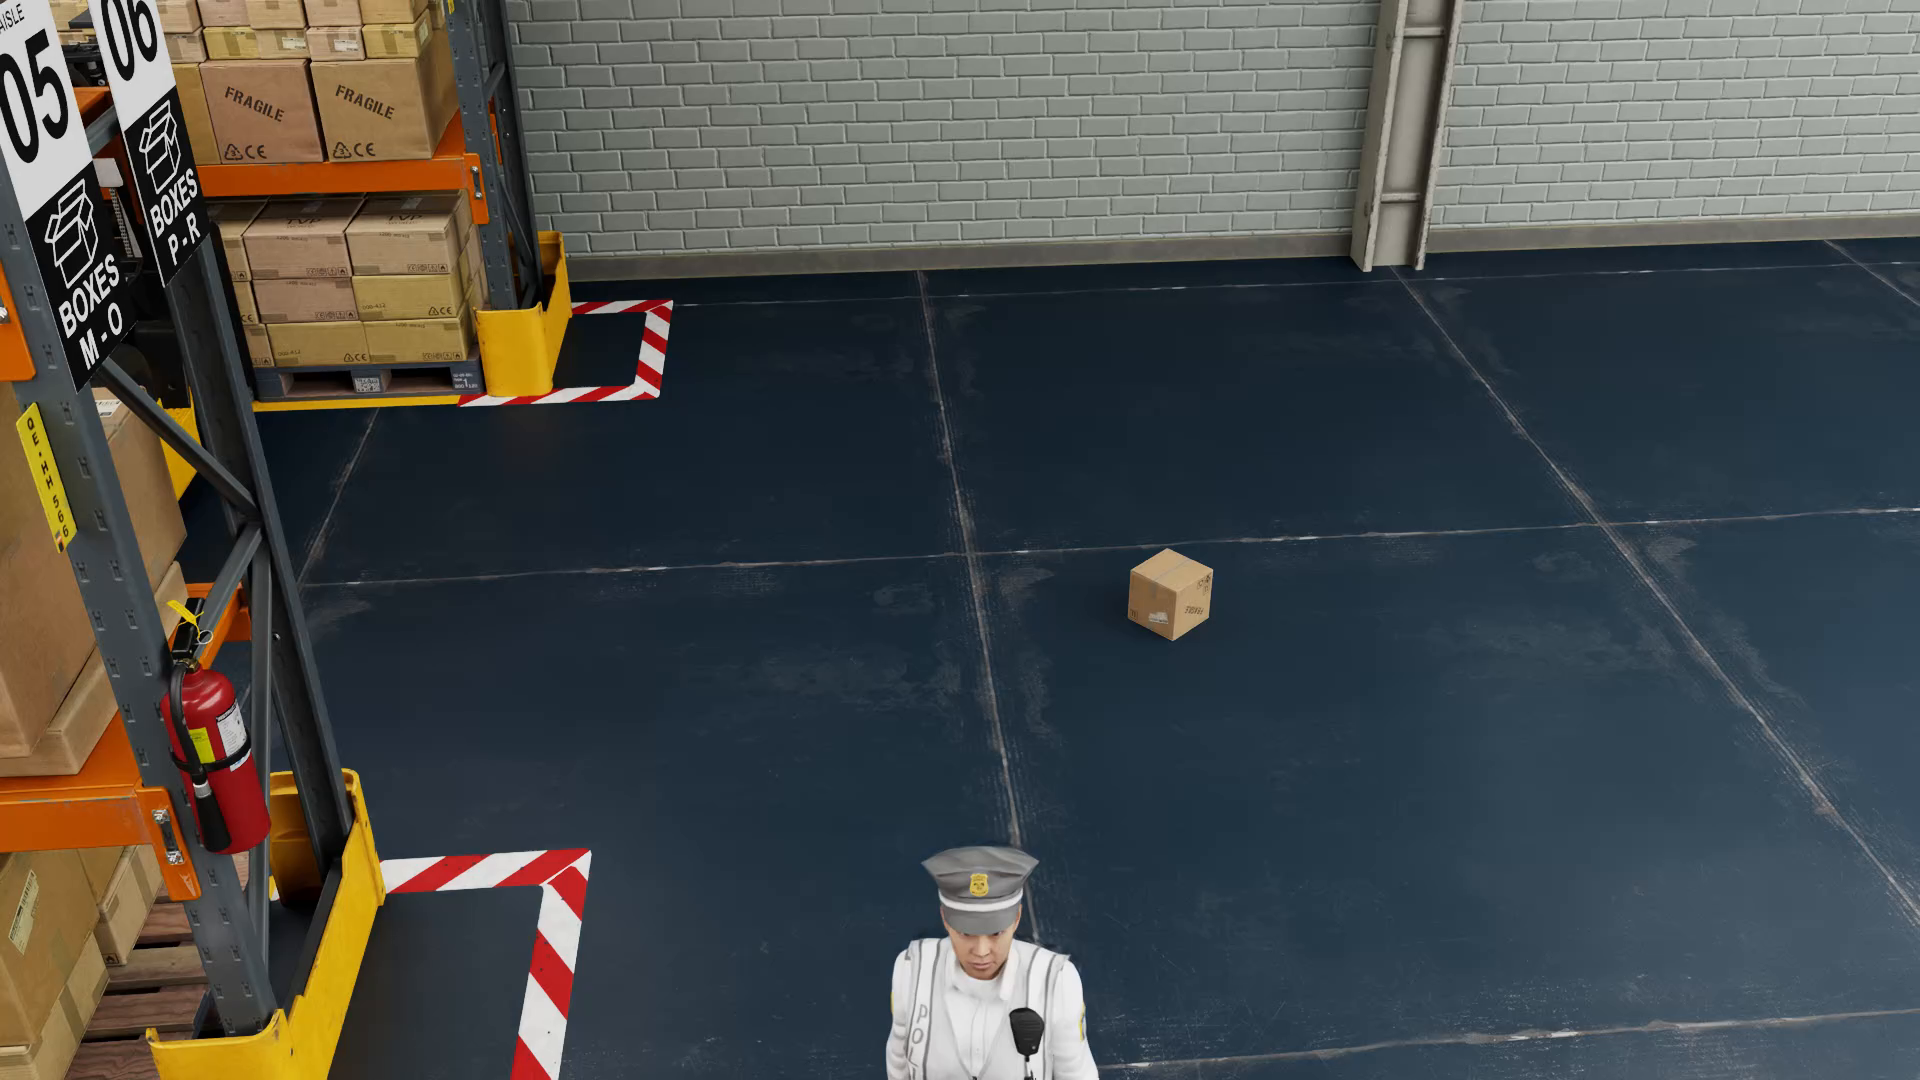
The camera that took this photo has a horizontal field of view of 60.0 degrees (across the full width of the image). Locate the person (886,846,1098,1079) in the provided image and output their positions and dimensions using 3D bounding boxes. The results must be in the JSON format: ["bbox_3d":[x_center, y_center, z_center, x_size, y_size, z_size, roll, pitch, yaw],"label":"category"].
[{"bbox_3d":[0.070,1.350,3.865,0.488,1.659,0.837,3,31,4],"label":"person"}]
